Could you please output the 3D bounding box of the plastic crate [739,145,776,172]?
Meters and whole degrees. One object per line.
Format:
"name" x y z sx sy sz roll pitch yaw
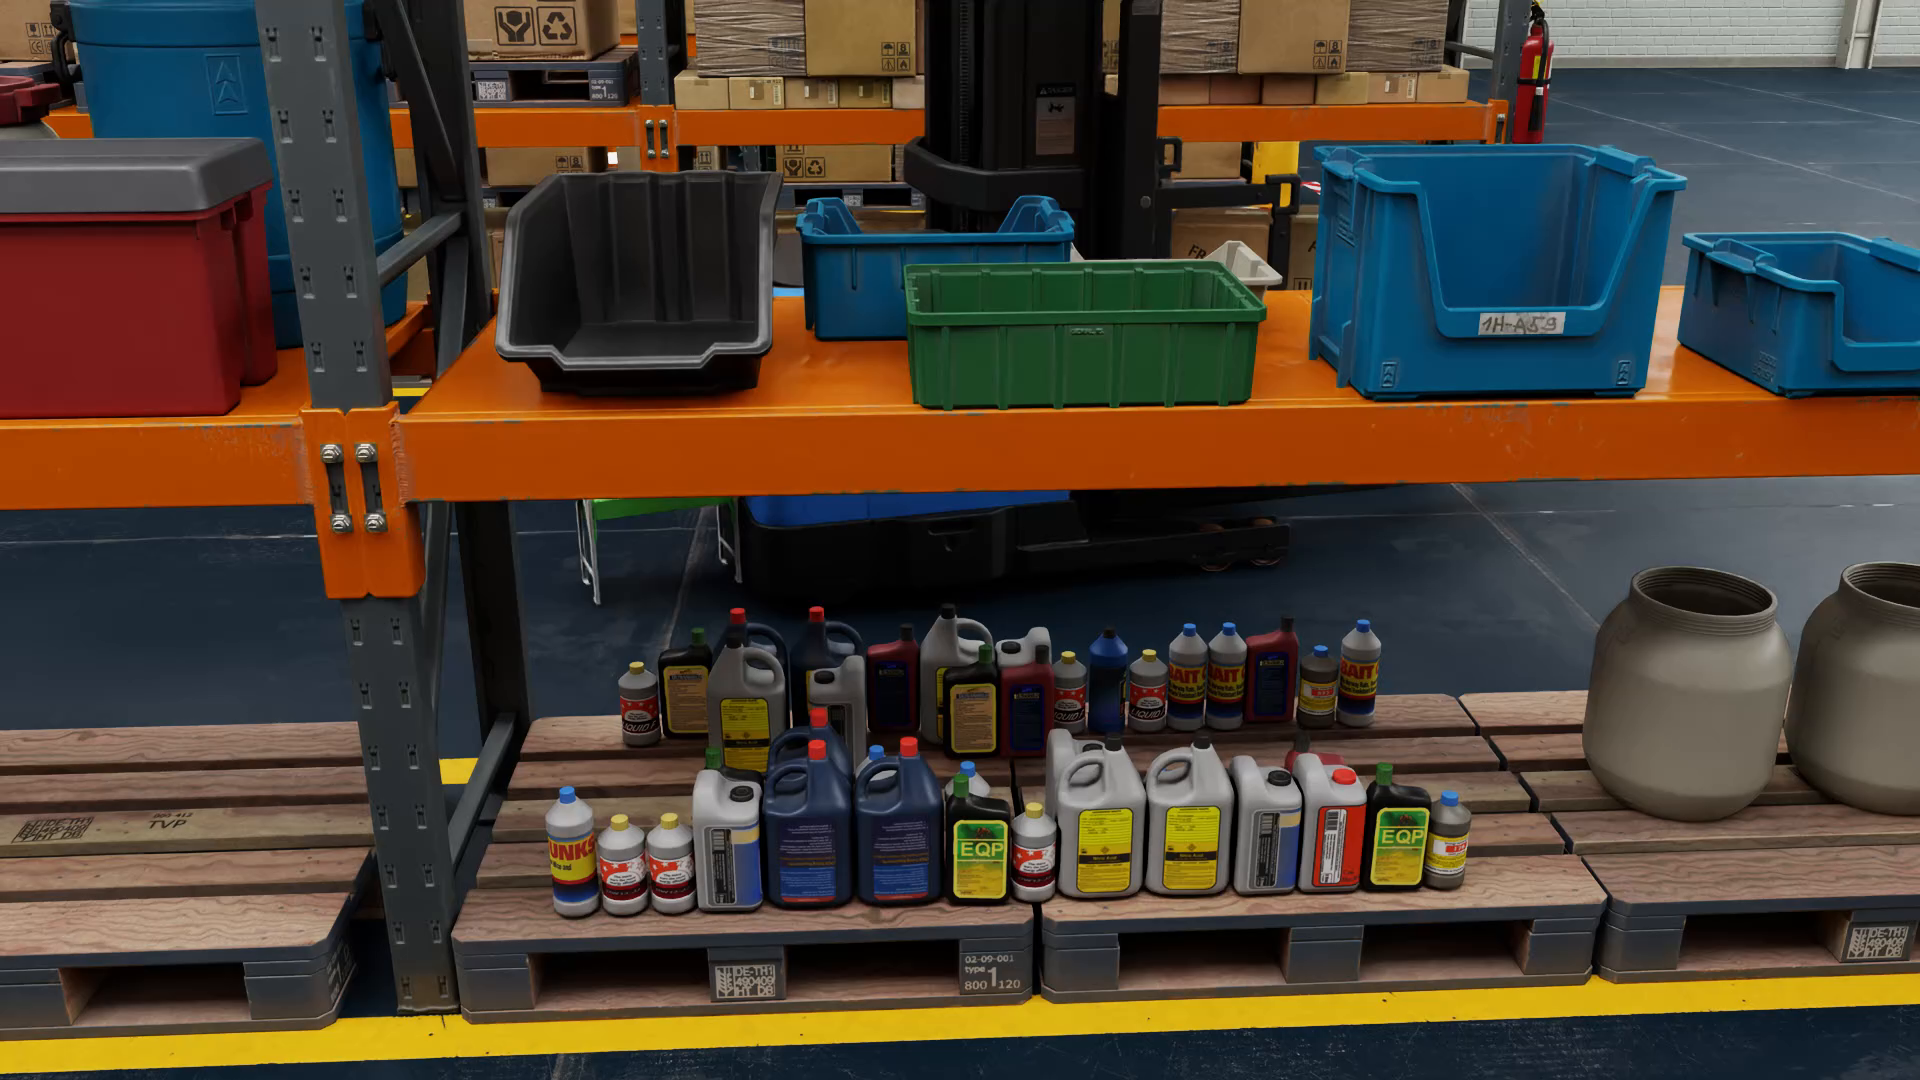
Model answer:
"plastic crate" -1.513 -3.286 14.407 0.662 0.188 0.450 10 33 25

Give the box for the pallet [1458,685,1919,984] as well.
"pallet" 1.962 0.674 4.054 1.213 0.211 1.003 -1 21 -3

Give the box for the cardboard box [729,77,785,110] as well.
"cardboard box" -0.947 -2.121 7.829 0.250 0.149 0.380 -1 21 -3

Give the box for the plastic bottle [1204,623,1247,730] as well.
"plastic bottle" 0.677 0.340 4.228 0.097 0.271 0.097 0 21 0

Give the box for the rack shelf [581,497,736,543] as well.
"rack shelf" -1.030 -0.134 5.641 0.480 0.148 0.258 -9 23 -21

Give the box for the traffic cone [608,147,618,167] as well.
"traffic cone" -3.037 -3.428 14.474 0.334 0.463 0.336 -1 21 -3

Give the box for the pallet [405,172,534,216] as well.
"pallet" -3.599 -2.733 13.002 1.213 0.211 1.003 -1 21 -3

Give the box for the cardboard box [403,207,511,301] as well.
"cardboard box" -2.521 -1.370 8.398 0.500 0.500 0.700 -1 21 -3

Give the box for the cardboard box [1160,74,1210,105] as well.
"cardboard box" 1.044 -2.194 8.021 0.250 0.149 0.380 -1 21 -3

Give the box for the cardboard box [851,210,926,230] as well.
"cardboard box" -0.456 -1.377 8.444 0.500 0.500 0.500 5 22 14

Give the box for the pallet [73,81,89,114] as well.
"pallet" -3.449 -2.224 8.017 1.213 0.211 1.003 -1 21 -3

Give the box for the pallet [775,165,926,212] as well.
"pallet" -0.848 -2.789 13.149 1.213 0.211 1.003 -1 21 -3

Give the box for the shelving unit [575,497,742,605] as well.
"shelving unit" -1.030 -0.418 5.533 0.503 1.200 0.258 -9 23 -21

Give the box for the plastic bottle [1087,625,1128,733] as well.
"plastic bottle" 0.374 0.346 4.211 0.097 0.271 0.097 0 21 0

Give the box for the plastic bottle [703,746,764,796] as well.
"plastic bottle" -0.489 0.578 3.586 0.133 0.283 0.061 -1 21 -3

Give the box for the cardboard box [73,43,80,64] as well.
"cardboard box" -3.737 -2.338 7.666 0.500 0.250 0.500 -2 21 -5

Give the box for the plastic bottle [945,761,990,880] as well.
"plastic bottle" 0.016 0.599 3.547 0.097 0.271 0.097 0 21 0

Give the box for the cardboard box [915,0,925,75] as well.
"cardboard box" 0.018 -2.557 8.063 0.500 0.500 0.875 -1 21 -3

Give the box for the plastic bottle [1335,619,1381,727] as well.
"plastic bottle" 1.019 0.333 4.246 0.097 0.271 0.097 0 21 0

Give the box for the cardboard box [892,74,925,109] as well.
"cardboard box" -0.198 -2.135 7.866 0.250 0.149 0.380 -1 21 -3

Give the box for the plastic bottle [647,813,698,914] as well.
"plastic bottle" -0.601 0.666 3.470 0.097 0.201 0.097 0 21 0

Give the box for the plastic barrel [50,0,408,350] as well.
"plastic barrel" -1.550 -0.915 3.604 0.708 0.901 0.600 -1 21 -3

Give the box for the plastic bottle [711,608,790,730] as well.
"plastic bottle" -0.520 0.336 4.128 0.185 0.351 0.144 -2 21 -4

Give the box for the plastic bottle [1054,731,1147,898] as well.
"plastic bottle" 0.296 0.570 3.513 0.185 0.351 0.144 -1 21 -3

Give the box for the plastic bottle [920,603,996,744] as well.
"plastic bottle" -0.006 0.325 4.155 0.185 0.351 0.144 -1 21 -3

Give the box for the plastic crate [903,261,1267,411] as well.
"plastic crate" 0.225 -0.409 3.278 0.662 0.188 0.450 -1 21 -3

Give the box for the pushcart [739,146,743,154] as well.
"pushcart" -1.815 -3.826 15.641 0.936 0.377 1.648 -9 23 -22

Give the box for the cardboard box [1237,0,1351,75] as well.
"cardboard box" 1.521 -2.553 8.053 0.500 0.500 0.875 -1 21 -3

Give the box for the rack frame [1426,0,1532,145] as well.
"rack frame" 2.564 -2.422 8.266 0.127 3.000 1.000 -1 21 -3

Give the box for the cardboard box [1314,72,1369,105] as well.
"cardboard box" 1.795 -2.197 8.029 0.250 0.149 0.380 -1 21 -3

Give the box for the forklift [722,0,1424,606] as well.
"forklift" 0.664 -1.432 5.763 3.031 2.935 1.130 -6 22 -15

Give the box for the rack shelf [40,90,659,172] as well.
"rack shelf" -3.426 -1.964 8.074 4.000 0.370 1.077 -1 21 -3

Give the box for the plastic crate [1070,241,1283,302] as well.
"plastic crate" 0.460 -0.581 3.801 0.437 0.136 0.530 -1 21 -3

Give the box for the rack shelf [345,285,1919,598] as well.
"rack shelf" 0.850 -0.285 3.666 4.000 0.370 1.077 -1 21 -3

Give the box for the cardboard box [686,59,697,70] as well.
"cardboard box" -1.232 -2.332 8.383 0.250 0.149 0.380 -1 21 -3

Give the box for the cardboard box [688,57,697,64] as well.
"cardboard box" -3.578 -6.683 22.205 0.625 0.625 0.875 -1 21 -4

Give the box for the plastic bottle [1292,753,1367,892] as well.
"plastic bottle" 0.785 0.594 3.556 0.135 0.276 0.152 -1 21 -3

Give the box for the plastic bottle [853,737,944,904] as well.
"plastic bottle" -0.129 0.579 3.490 0.185 0.351 0.144 -2 21 -5

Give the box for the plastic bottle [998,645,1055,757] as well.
"plastic bottle" 0.163 0.393 4.073 0.133 0.283 0.061 -1 21 -3

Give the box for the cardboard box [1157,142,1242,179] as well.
"cardboard box" 1.708 -3.352 13.105 0.875 0.875 0.875 -1 21 -3

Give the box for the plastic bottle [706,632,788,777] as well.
"plastic bottle" -0.512 0.387 3.993 0.185 0.351 0.144 -1 21 -3

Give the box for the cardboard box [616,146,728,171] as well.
"cardboard box" -2.226 -3.205 12.894 0.750 0.750 1.050 -1 21 -3

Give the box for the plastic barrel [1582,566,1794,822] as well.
"plastic barrel" 1.694 0.355 3.879 0.421 0.512 0.421 0 21 0

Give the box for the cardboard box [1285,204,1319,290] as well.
"cardboard box" 1.940 -1.443 8.618 0.500 0.500 0.500 3 21 7
